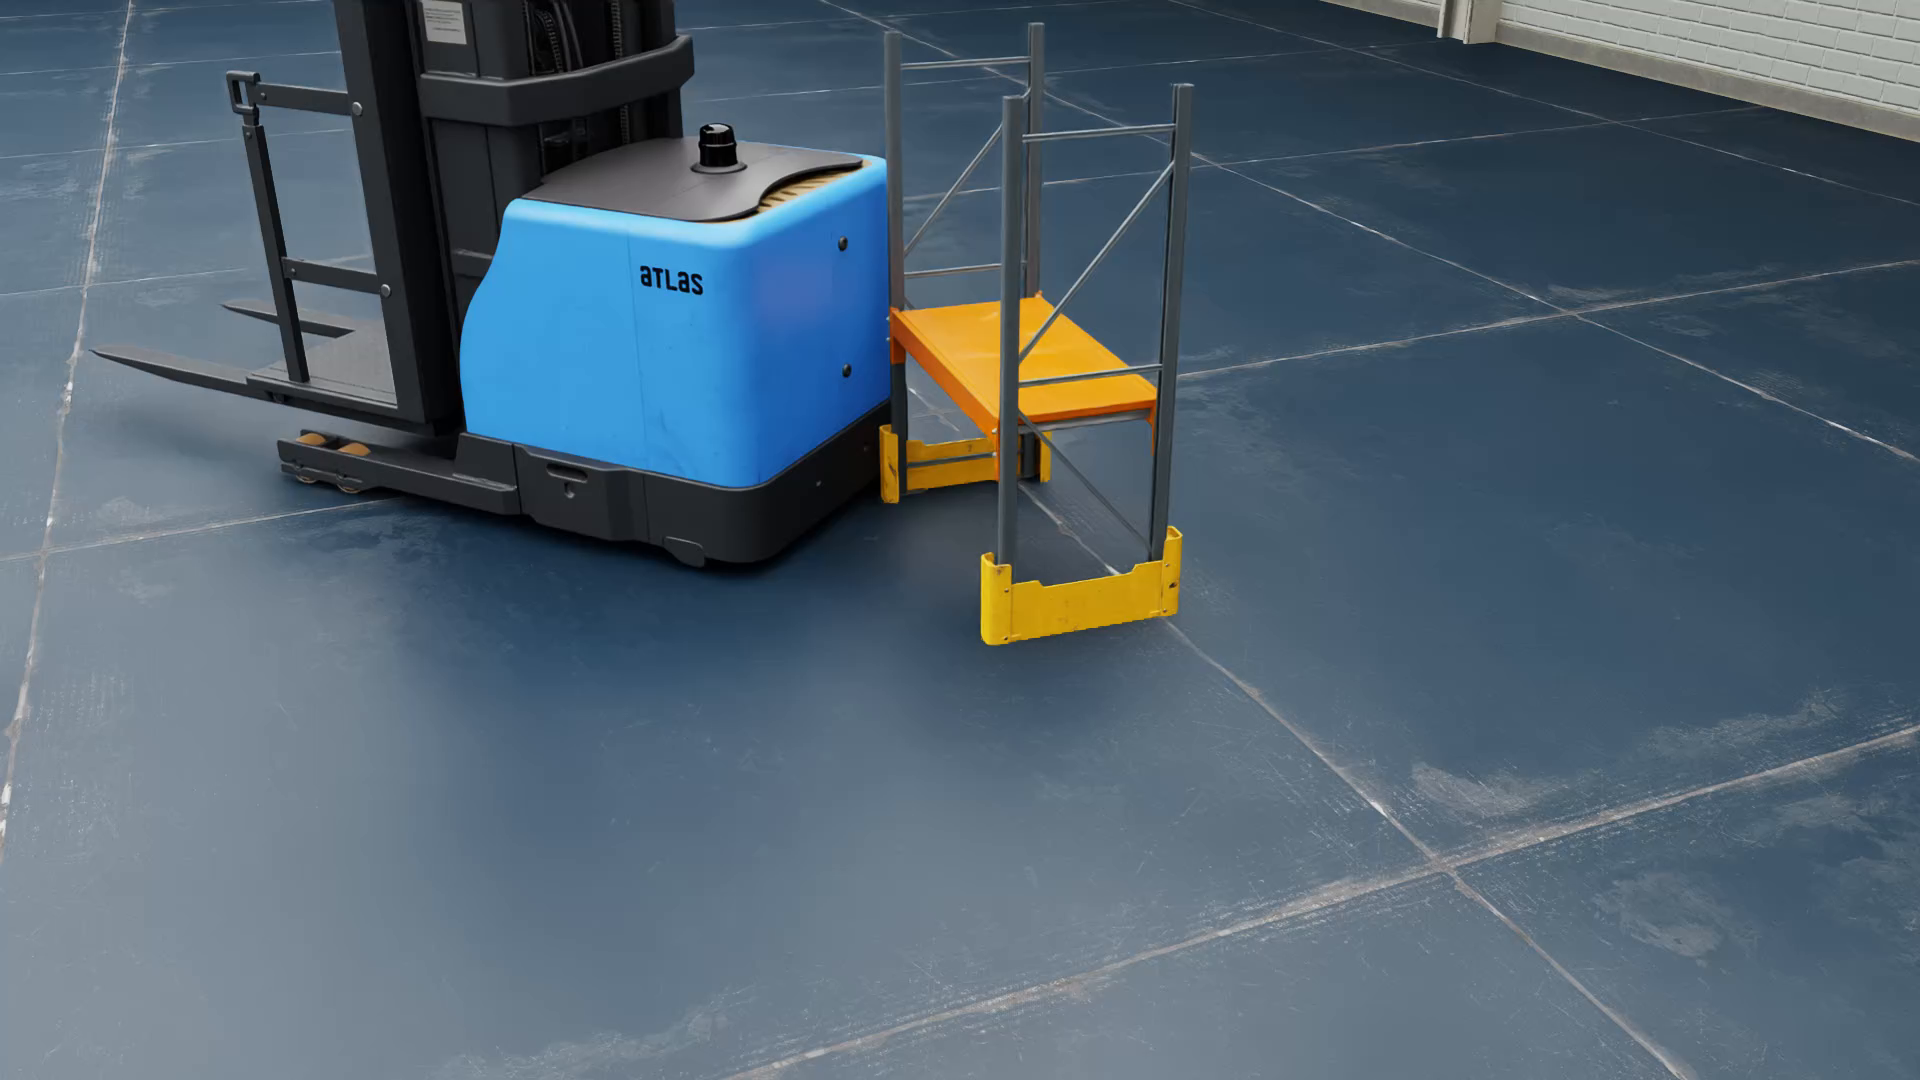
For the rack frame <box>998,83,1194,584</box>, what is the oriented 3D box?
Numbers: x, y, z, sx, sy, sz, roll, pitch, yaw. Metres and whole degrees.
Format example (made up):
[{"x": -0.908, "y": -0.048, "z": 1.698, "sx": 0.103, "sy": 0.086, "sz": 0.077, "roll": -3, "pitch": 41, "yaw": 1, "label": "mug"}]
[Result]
[{"x": 0.345, "y": -0.433, "z": 4.428, "sx": 0.500, "sy": 1.500, "sz": 0.032, "roll": -9, "pitch": 27, "yaw": -17, "label": "rack frame"}]

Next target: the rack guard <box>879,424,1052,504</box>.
[{"x": 0.022, "y": -0.286, "z": 5.550, "sx": 0.587, "sy": 0.250, "sz": 0.087, "roll": -9, "pitch": 27, "yaw": -17, "label": "rack guard"}]

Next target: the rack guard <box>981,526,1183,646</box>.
[{"x": 0.345, "y": 0.128, "z": 4.704, "sx": 0.587, "sy": 0.250, "sz": 0.087, "roll": -9, "pitch": 27, "yaw": -17, "label": "rack guard"}]

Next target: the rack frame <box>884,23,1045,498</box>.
[{"x": 0.016, "y": -0.855, "z": 5.293, "sx": 0.500, "sy": 1.500, "sz": 0.032, "roll": -9, "pitch": 27, "yaw": -17, "label": "rack frame"}]

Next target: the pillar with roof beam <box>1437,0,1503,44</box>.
[{"x": 0.217, "y": -7.435, "z": 10.221, "sx": 9.100, "sy": 9.000, "sz": 0.400, "roll": -11, "pitch": 28, "yaw": -21, "label": "pillar with roof beam"}]

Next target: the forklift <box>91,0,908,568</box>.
[{"x": -1.733, "y": -1.665, "z": 5.320, "sx": 3.031, "sy": 2.935, "sz": 1.130, "roll": 12, "pitch": 29, "yaw": 23, "label": "forklift"}]

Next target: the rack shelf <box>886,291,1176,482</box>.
[{"x": 0.180, "y": -0.483, "z": 4.939, "sx": 0.538, "sy": 0.185, "sz": 1.000, "roll": -9, "pitch": 27, "yaw": -17, "label": "rack shelf"}]

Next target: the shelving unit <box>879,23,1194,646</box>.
[{"x": 0.183, "y": -0.641, "z": 4.853, "sx": 0.587, "sy": 1.500, "sz": 1.083, "roll": -9, "pitch": 27, "yaw": -17, "label": "shelving unit"}]
